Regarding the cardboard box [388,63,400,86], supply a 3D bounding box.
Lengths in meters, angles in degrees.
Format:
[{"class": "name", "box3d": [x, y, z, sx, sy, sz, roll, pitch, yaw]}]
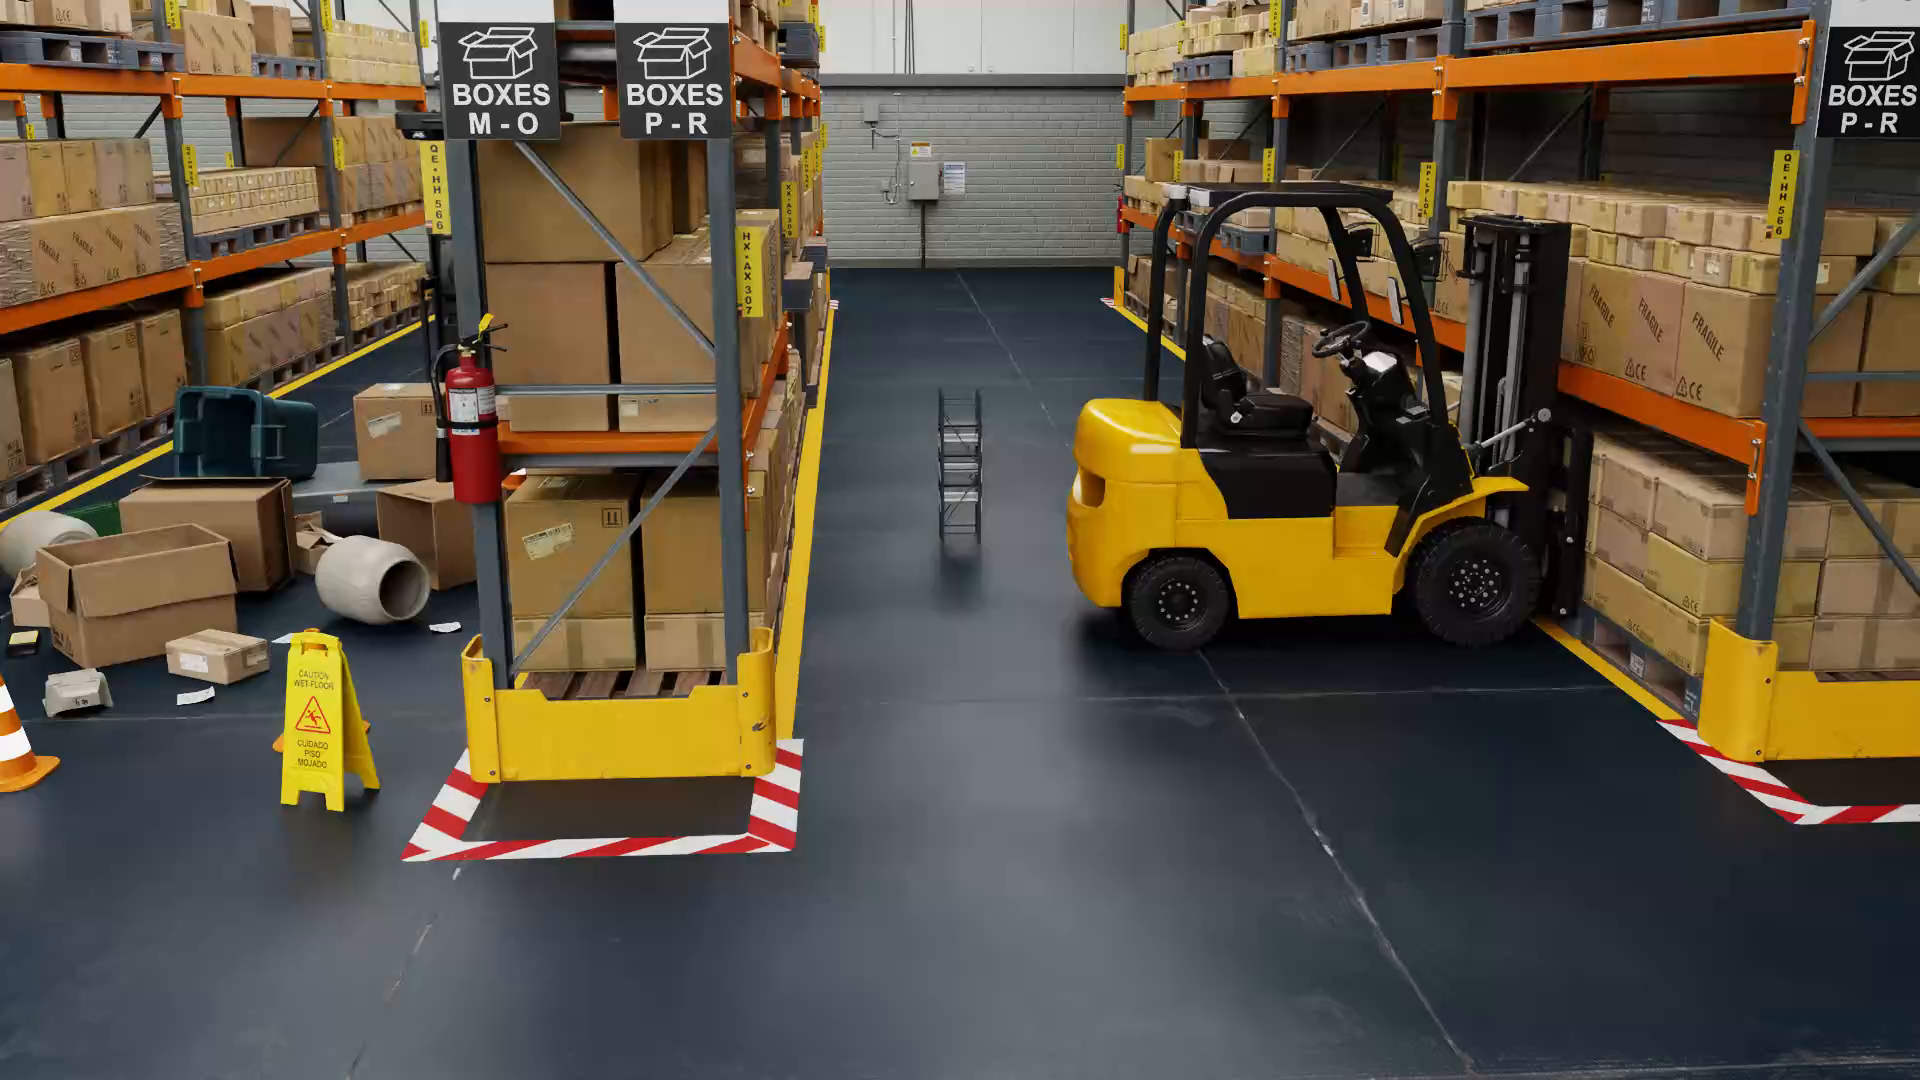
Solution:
[{"class": "cardboard box", "box3d": [-6.892, -5.449, 19.466, 0.500, 0.250, 0.500, 0, 14, -1]}]

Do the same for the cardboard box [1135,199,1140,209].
[{"class": "cardboard box", "box3d": [2.456, -4.337, 21.368, 0.380, 0.149, 0.250, -1, 14, -2]}]

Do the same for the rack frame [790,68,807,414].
[{"class": "rack frame", "box3d": [-1.811, -2.540, 13.879, 1.000, 3.000, 0.127, -1, 14, -3]}]

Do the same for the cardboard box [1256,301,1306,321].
[{"class": "cardboard box", "box3d": [2.860, -2.044, 14.821, 0.380, 0.149, 0.250, -2, 15, -6]}]

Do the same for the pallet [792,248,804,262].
[{"class": "pallet", "box3d": [-1.647, -1.956, 11.992, 1.003, 0.211, 1.213, -1, 14, -3]}]

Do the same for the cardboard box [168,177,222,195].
[{"class": "cardboard box", "box3d": [-6.610, -3.054, 14.345, 0.380, 0.149, 0.250, -1, 14, -4]}]

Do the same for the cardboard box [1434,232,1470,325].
[{"class": "cardboard box", "box3d": [3.158, -1.557, 9.857, 0.500, 0.500, 0.500, -1, 14, -5]}]

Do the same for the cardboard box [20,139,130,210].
[{"class": "cardboard box", "box3d": [-6.694, -2.734, 12.424, 0.700, 0.500, 0.500, -1, 14, -4]}]

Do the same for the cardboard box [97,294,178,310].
[{"class": "cardboard box", "box3d": [-7.049, -1.961, 14.296, 0.500, 0.250, 0.500, -1, 14, -5]}]

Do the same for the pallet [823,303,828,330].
[{"class": "pallet", "box3d": [-2.106, -2.679, 20.015, 1.003, 0.211, 1.213, -1, 14, -3]}]

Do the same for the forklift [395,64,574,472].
[{"class": "forklift", "box3d": [-3.332, -2.025, 12.016, 1.130, 2.935, 3.031, -1, 14, -3]}]

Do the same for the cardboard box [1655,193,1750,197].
[{"class": "cardboard box", "box3d": [3.744, -1.672, 8.407, 0.380, 0.149, 0.250, 0, 14, -2]}]

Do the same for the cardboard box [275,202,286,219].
[{"class": "cardboard box", "box3d": [-6.702, -3.161, 15.955, 0.380, 0.149, 0.250, -2, 15, -6]}]

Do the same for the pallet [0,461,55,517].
[{"class": "pallet", "box3d": [-6.620, -0.284, 10.707, 1.003, 0.211, 1.213, -1, 14, -3]}]

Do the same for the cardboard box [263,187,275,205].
[{"class": "cardboard box", "box3d": [-6.686, -3.236, 15.646, 0.380, 0.149, 0.250, -1, 14, -3]}]

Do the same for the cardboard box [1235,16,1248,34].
[{"class": "cardboard box", "box3d": [2.746, -4.739, 15.308, 0.380, 0.149, 0.250, -1, 14, -3]}]

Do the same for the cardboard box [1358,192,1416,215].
[{"class": "cardboard box", "box3d": [3.040, -2.384, 11.771, 0.380, 0.149, 0.250, -1, 14, -3]}]

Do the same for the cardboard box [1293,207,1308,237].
[{"class": "cardboard box", "box3d": [2.957, -2.549, 13.210, 0.500, 0.250, 0.500, 0, 14, -2]}]

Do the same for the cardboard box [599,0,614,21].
[{"class": "cardboard box", "box3d": [-1.596, -2.158, 6.879, 0.380, 0.149, 0.250, -1, 14, -3]}]

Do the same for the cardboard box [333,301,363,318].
[{"class": "cardboard box", "box3d": [-6.696, -2.495, 17.987, 0.380, 0.149, 0.250, 0, 14, -1]}]

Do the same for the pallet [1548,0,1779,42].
[{"class": "pallet", "box3d": [3.542, -2.518, 7.952, 1.003, 0.211, 1.213, -1, 14, -3]}]

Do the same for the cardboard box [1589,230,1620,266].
[{"class": "cardboard box", "box3d": [3.234, -1.391, 7.912, 0.380, 0.149, 0.250, -1, 14, -3]}]

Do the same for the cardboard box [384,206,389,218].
[{"class": "cardboard box", "box3d": [-6.914, -3.842, 19.445, 0.380, 0.149, 0.250, -1, 14, -2]}]

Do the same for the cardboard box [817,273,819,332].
[{"class": "cardboard box", "box3d": [-1.940, -2.556, 17.364, 0.875, 0.875, 0.875, 0, 14, -2]}]

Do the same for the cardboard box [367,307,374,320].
[{"class": "cardboard box", "box3d": [-6.844, -2.541, 18.762, 0.380, 0.149, 0.250, -1, 14, -5]}]

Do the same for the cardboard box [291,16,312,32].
[{"class": "cardboard box", "box3d": [-6.769, -5.325, 17.180, 0.380, 0.149, 0.250, -1, 14, -4]}]

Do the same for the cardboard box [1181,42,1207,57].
[{"class": "cardboard box", "box3d": [2.517, -5.115, 17.327, 0.380, 0.149, 0.250, -1, 14, -3]}]

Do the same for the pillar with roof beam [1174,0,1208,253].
[{"class": "pillar with roof beam", "box3d": [-0.917, -8.131, 23.568, 9.100, 9.000, 0.400, -1, 14, -3]}]

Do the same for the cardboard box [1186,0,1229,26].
[{"class": "cardboard box", "box3d": [2.566, -5.460, 17.239, 0.396, 0.266, 0.258, -1, 14, -4]}]

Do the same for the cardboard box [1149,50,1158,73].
[{"class": "cardboard box", "box3d": [2.529, -5.635, 19.592, 0.500, 0.250, 0.500, -1, 14, -4]}]

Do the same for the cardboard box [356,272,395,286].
[{"class": "cardboard box", "box3d": [-6.923, -3.087, 19.689, 0.380, 0.149, 0.250, -1, 14, -5]}]

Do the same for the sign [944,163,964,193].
[{"class": "sign", "box3d": [-0.093, -5.941, 27.288, 0.329, 0.494, 0.001, -1, 14, -3]}]

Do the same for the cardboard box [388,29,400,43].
[{"class": "cardboard box", "box3d": [-6.868, -5.975, 19.706, 0.380, 0.149, 0.250, -1, 14, -3]}]

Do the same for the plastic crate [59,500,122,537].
[{"class": "plastic crate", "box3d": [-5.179, -0.087, 9.872, 0.450, 0.188, 0.662, -4, 11, 28]}]

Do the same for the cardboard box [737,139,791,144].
[{"class": "cardboard box", "box3d": [-1.428, -2.848, 12.132, 0.380, 0.149, 0.250, -2, 15, -6]}]

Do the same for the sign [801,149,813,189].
[{"class": "sign", "box3d": [-1.270, -3.073, 13.787, 0.100, 0.325, 0.005, -1, 14, -3]}]

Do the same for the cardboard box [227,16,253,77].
[{"class": "cardboard box", "box3d": [-6.589, -4.334, 14.632, 0.500, 0.500, 0.500, -1, 14, -3]}]

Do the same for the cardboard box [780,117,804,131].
[{"class": "cardboard box", "box3d": [-1.819, -4.464, 17.849, 0.380, 0.149, 0.250, -1, 14, -4]}]

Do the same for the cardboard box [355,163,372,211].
[{"class": "cardboard box", "box3d": [-6.810, -3.876, 18.273, 0.500, 0.500, 0.500, -1, 14, -3]}]

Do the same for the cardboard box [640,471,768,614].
[{"class": "cardboard box", "box3d": [-1.091, 0.004, 7.163, 0.500, 0.500, 0.500, -1, 14, -5]}]

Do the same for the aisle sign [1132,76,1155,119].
[{"class": "aisle sign", "box3d": [2.350, -5.879, 21.638, 0.394, 0.787, 0.004, -1, 14, -3]}]

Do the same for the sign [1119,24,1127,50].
[{"class": "sign", "box3d": [2.106, -6.475, 21.398, 0.100, 0.325, 0.005, -1, 14, -3]}]

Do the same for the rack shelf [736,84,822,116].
[{"class": "rack shelf", "box3d": [-2.182, -5.137, 19.395, 1.077, 0.370, 4.000, -1, 14, -3]}]

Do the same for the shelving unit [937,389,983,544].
[{"class": "shelving unit", "box3d": [0.000, -0.438, 9.922, 0.258, 0.900, 0.210, -1, 14, -3]}]

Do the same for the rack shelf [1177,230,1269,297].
[{"class": "rack shelf", "box3d": [3.019, -2.767, 16.204, 1.077, 0.370, 4.000, -1, 14, -3]}]

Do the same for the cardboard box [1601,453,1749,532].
[{"class": "cardboard box", "box3d": [3.262, -0.221, 7.533, 0.500, 0.250, 0.500, -1, 14, -2]}]

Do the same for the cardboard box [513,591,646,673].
[{"class": "cardboard box", "box3d": [-1.635, 0.375, 7.225, 0.500, 0.250, 0.500, -1, 14, -4]}]

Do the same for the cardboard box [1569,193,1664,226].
[{"class": "cardboard box", "box3d": [3.307, -1.665, 8.378, 0.380, 0.149, 0.250, -1, 14, -3]}]

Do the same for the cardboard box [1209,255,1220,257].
[{"class": "cardboard box", "box3d": [2.713, -2.971, 17.829, 0.380, 0.149, 0.250, -1, 14, -4]}]

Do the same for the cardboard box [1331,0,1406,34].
[{"class": "cardboard box", "box3d": [3.008, -3.934, 12.031, 0.500, 0.500, 0.500, -1, 14, -2]}]

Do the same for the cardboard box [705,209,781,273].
[{"class": "cardboard box", "box3d": [-1.287, -1.631, 9.549, 0.500, 0.500, 0.500, -1, 14, -5]}]

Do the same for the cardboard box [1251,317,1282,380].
[{"class": "cardboard box", "box3d": [2.903, -1.712, 14.836, 0.500, 0.500, 0.500, 0, 14, -2]}]

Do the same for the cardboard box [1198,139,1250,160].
[{"class": "cardboard box", "box3d": [3.069, -4.422, 19.391, 0.500, 0.500, 0.500, -1, 14, -5]}]

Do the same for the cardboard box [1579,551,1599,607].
[{"class": "cardboard box", "box3d": [3.251, 0.140, 8.139, 0.500, 0.250, 0.500, -1, 14, -3]}]
